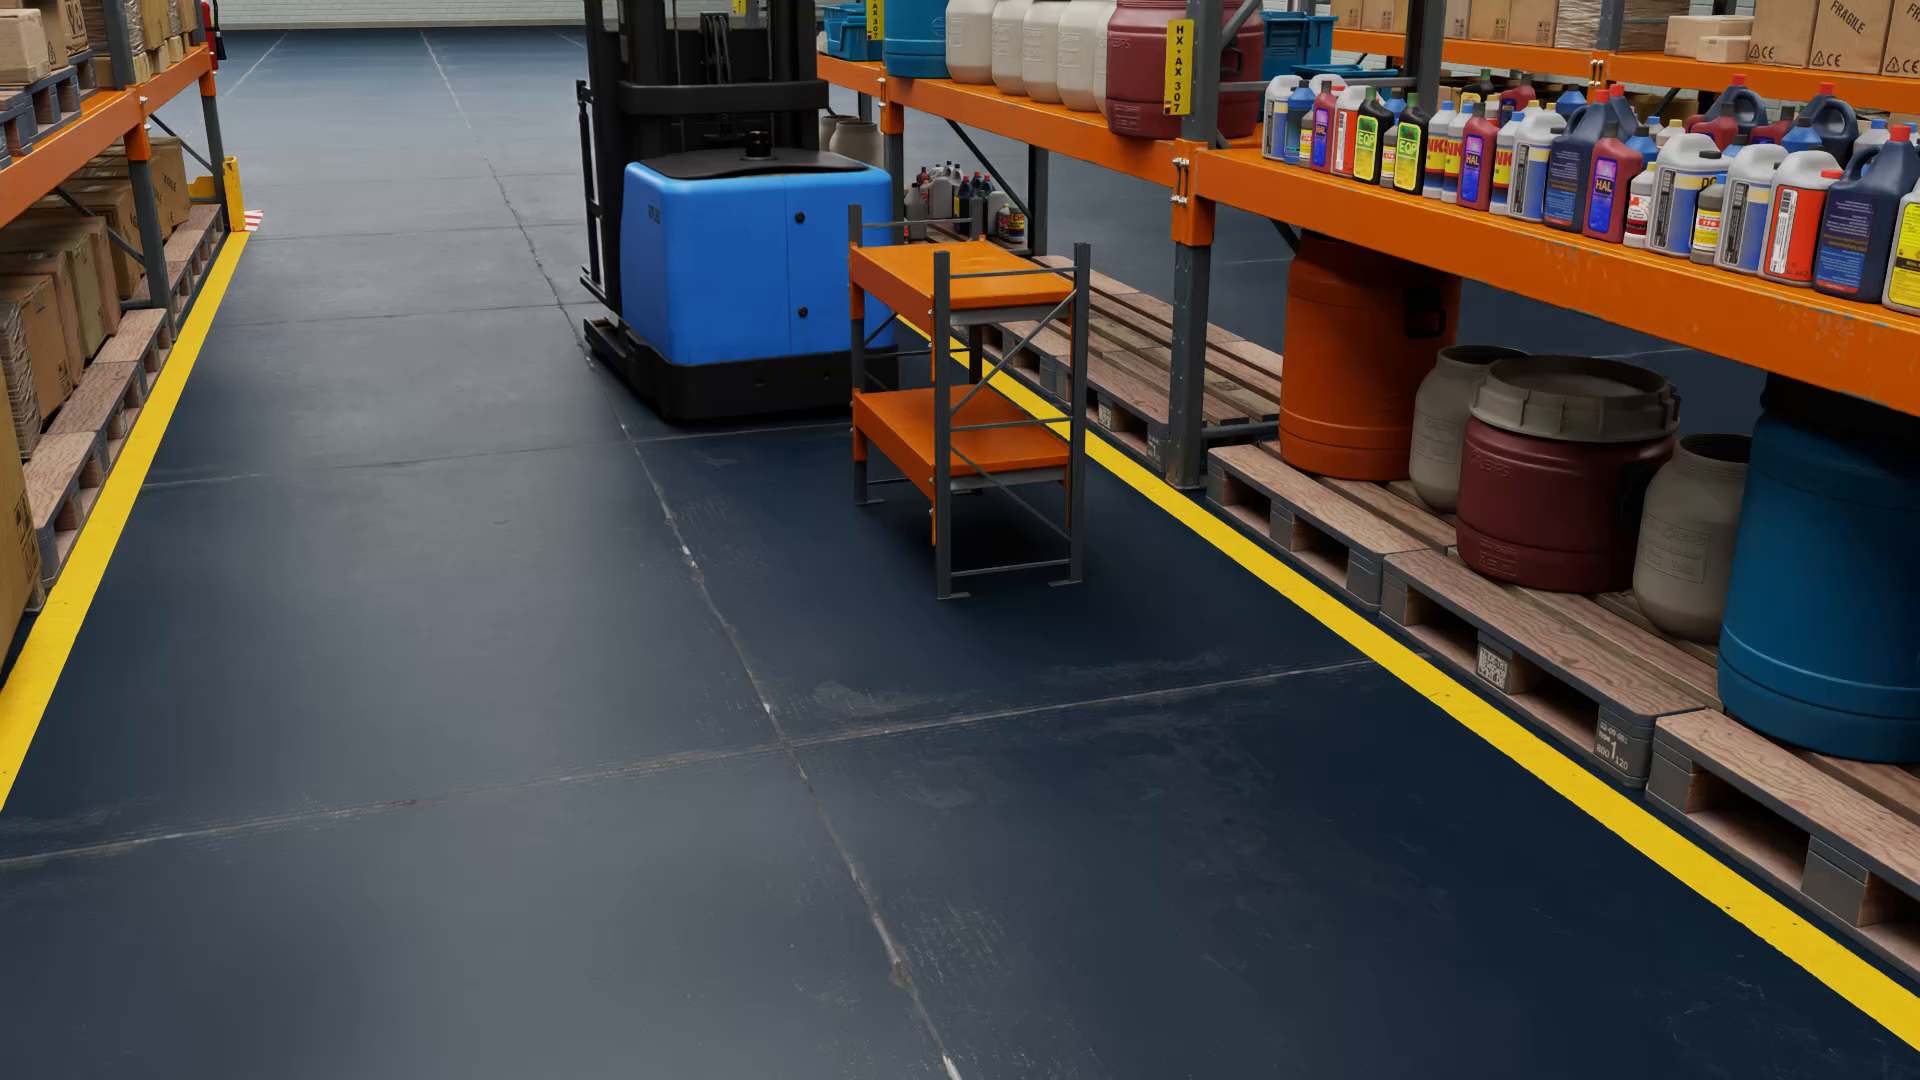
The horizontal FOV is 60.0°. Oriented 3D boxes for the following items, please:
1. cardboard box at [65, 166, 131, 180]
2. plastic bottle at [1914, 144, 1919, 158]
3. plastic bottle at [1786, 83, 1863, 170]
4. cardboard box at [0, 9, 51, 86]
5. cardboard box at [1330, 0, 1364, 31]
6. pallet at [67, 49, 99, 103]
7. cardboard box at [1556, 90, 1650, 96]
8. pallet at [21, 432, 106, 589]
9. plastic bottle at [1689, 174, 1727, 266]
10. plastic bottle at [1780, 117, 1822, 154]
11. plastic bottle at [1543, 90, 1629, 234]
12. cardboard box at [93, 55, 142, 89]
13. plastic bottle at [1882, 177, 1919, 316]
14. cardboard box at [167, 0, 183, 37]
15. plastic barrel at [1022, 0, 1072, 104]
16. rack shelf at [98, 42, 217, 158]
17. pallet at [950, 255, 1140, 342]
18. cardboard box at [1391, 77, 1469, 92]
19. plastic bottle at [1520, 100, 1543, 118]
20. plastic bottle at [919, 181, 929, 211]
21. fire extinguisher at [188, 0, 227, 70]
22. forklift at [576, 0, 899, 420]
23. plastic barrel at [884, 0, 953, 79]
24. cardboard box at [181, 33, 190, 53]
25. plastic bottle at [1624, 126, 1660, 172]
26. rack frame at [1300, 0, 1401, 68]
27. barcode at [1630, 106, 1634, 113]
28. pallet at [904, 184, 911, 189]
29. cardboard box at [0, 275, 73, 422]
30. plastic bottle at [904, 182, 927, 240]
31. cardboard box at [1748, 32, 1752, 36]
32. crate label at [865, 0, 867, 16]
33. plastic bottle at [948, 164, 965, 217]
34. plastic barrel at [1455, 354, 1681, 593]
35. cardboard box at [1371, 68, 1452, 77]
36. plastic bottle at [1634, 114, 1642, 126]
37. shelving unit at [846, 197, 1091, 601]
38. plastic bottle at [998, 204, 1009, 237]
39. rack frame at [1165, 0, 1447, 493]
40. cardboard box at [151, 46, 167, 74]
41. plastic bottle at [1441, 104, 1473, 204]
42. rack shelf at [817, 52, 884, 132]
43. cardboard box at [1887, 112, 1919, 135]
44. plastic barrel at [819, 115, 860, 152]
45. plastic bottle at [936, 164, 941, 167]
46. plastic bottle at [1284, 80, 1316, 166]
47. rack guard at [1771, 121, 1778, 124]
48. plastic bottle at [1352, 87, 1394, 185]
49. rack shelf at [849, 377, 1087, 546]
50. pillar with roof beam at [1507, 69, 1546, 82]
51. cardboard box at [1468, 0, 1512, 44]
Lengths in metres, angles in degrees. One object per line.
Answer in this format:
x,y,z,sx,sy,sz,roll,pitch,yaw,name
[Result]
-5.204,-1.953,9.993,0.500,0.500,0.500,-8,21,-22,cardboard box
2.036,-0.696,3.489,0.144,0.351,0.185,-6,21,-17,plastic bottle
2.301,-1.036,4.435,0.144,0.351,0.185,-6,21,-17,plastic bottle
-3.711,-1.831,6.177,0.500,0.250,0.500,-7,21,-19,cardboard box
3.623,-4.656,14.294,0.700,0.500,0.500,-6,21,-17,cardboard box
-4.557,-2.074,7.537,1.003,0.211,1.213,-6,21,-17,pallet
4.733,-3.075,12.376,0.500,0.500,0.500,-6,21,-17,cardboard box
-3.647,-0.080,5.827,1.003,0.211,1.213,-6,21,-17,pallet
1.748,-0.739,3.831,0.097,0.201,0.097,0,20,0,plastic bottle
2.201,-0.971,4.374,0.097,0.271,0.097,0,20,0,plastic bottle
1.611,-0.975,4.265,0.144,0.351,0.185,-6,21,-17,plastic bottle
-4.442,-2.408,8.554,0.380,0.149,0.250,-6,21,-17,cardboard box
1.957,-0.621,3.281,0.144,0.351,0.185,-6,21,-17,plastic bottle
-5.383,-3.404,10.367,0.875,0.500,0.500,-6,21,-17,cardboard box
0.501,-2.311,7.711,0.433,0.535,0.433,0,20,0,plastic barrel
-5.288,-2.728,10.139,1.077,0.370,4.000,-6,21,-17,rack shelf
0.326,-1.391,9.477,1.003,0.211,1.213,-6,21,-17,pallet
3.774,-3.501,13.565,0.500,0.500,0.500,-6,21,-17,cardboard box
1.923,-1.377,5.606,0.097,0.201,0.097,0,20,0,plastic bottle
-0.237,-2.435,11.746,0.097,0.201,0.097,0,20,0,plastic bottle
-5.515,-3.758,12.056,0.296,0.674,0.183,-6,21,-17,fire extinguisher
-1.316,-2.357,8.142,1.130,2.935,3.031,-8,21,-21,forklift
-0.124,-3.031,9.176,0.600,0.901,0.708,-6,21,-17,plastic barrel
-5.426,-3.366,11.222,0.380,0.149,0.250,-6,21,-17,cardboard box
1.691,-0.896,4.164,0.097,0.271,0.097,0,20,0,plastic bottle
3.489,-4.760,14.732,1.000,3.000,0.127,-6,21,-17,rack frame
4.431,-2.833,10.993,0.001,0.075,0.075,-6,21,-17,barcode
-0.896,-2.642,12.960,1.003,0.211,1.213,-6,21,-17,pallet
-4.003,-0.743,6.594,0.700,0.500,0.500,-5,20,-13,cardboard box
-0.297,-2.103,10.602,0.144,0.351,0.185,-6,21,-17,plastic bottle
5.197,-3.151,10.449,0.396,0.266,0.258,-7,21,-19,cardboard box
-0.380,-3.690,11.699,0.502,0.435,0.616,-6,21,-17,crate label
-0.010,-2.412,11.462,0.144,0.351,0.185,-7,21,-18,plastic bottle
1.824,-0.213,5.018,0.600,0.588,0.708,-6,21,-17,plastic barrel
3.940,-3.876,14.608,0.500,0.500,0.500,-6,21,-17,cardboard box
2.076,-1.221,5.171,0.097,0.201,0.097,0,20,0,plastic bottle
0.002,-0.527,5.720,0.538,1.125,1.048,-6,21,-17,shelving unit
0.294,-2.056,10.691,0.097,0.201,0.097,0,20,0,plastic bottle
1.300,-1.668,6.122,1.000,3.000,0.127,-6,21,-17,rack frame
-4.740,-2.731,9.453,0.380,0.149,0.250,-6,21,-17,cardboard box
1.430,-1.097,4.724,0.097,0.271,0.097,0,20,0,plastic bottle
-0.586,-3.255,11.604,1.077,0.370,4.000,-6,21,-17,rack shelf
8.684,-3.663,14.724,0.700,0.500,0.500,-8,21,-21,cardboard box
-0.936,-3.059,13.054,0.421,0.512,0.421,0,20,0,plastic barrel
-0.167,-2.585,12.044,0.061,0.283,0.133,-6,21,-16,plastic bottle
1.139,-1.394,5.550,0.097,0.271,0.097,0,20,0,plastic bottle
8.214,-4.087,16.555,1.175,0.500,0.348,-6,21,-17,rack guard
1.273,-1.243,5.113,0.061,0.283,0.133,-6,21,-17,plastic bottle
0.002,-0.297,5.803,0.538,0.278,1.000,-6,21,-17,rack shelf
3.259,-9.446,18.904,9.100,9.000,0.400,-6,21,-17,pillar with roof beam
4.274,-3.995,12.454,0.700,0.500,0.500,-6,21,-16,cardboard box
